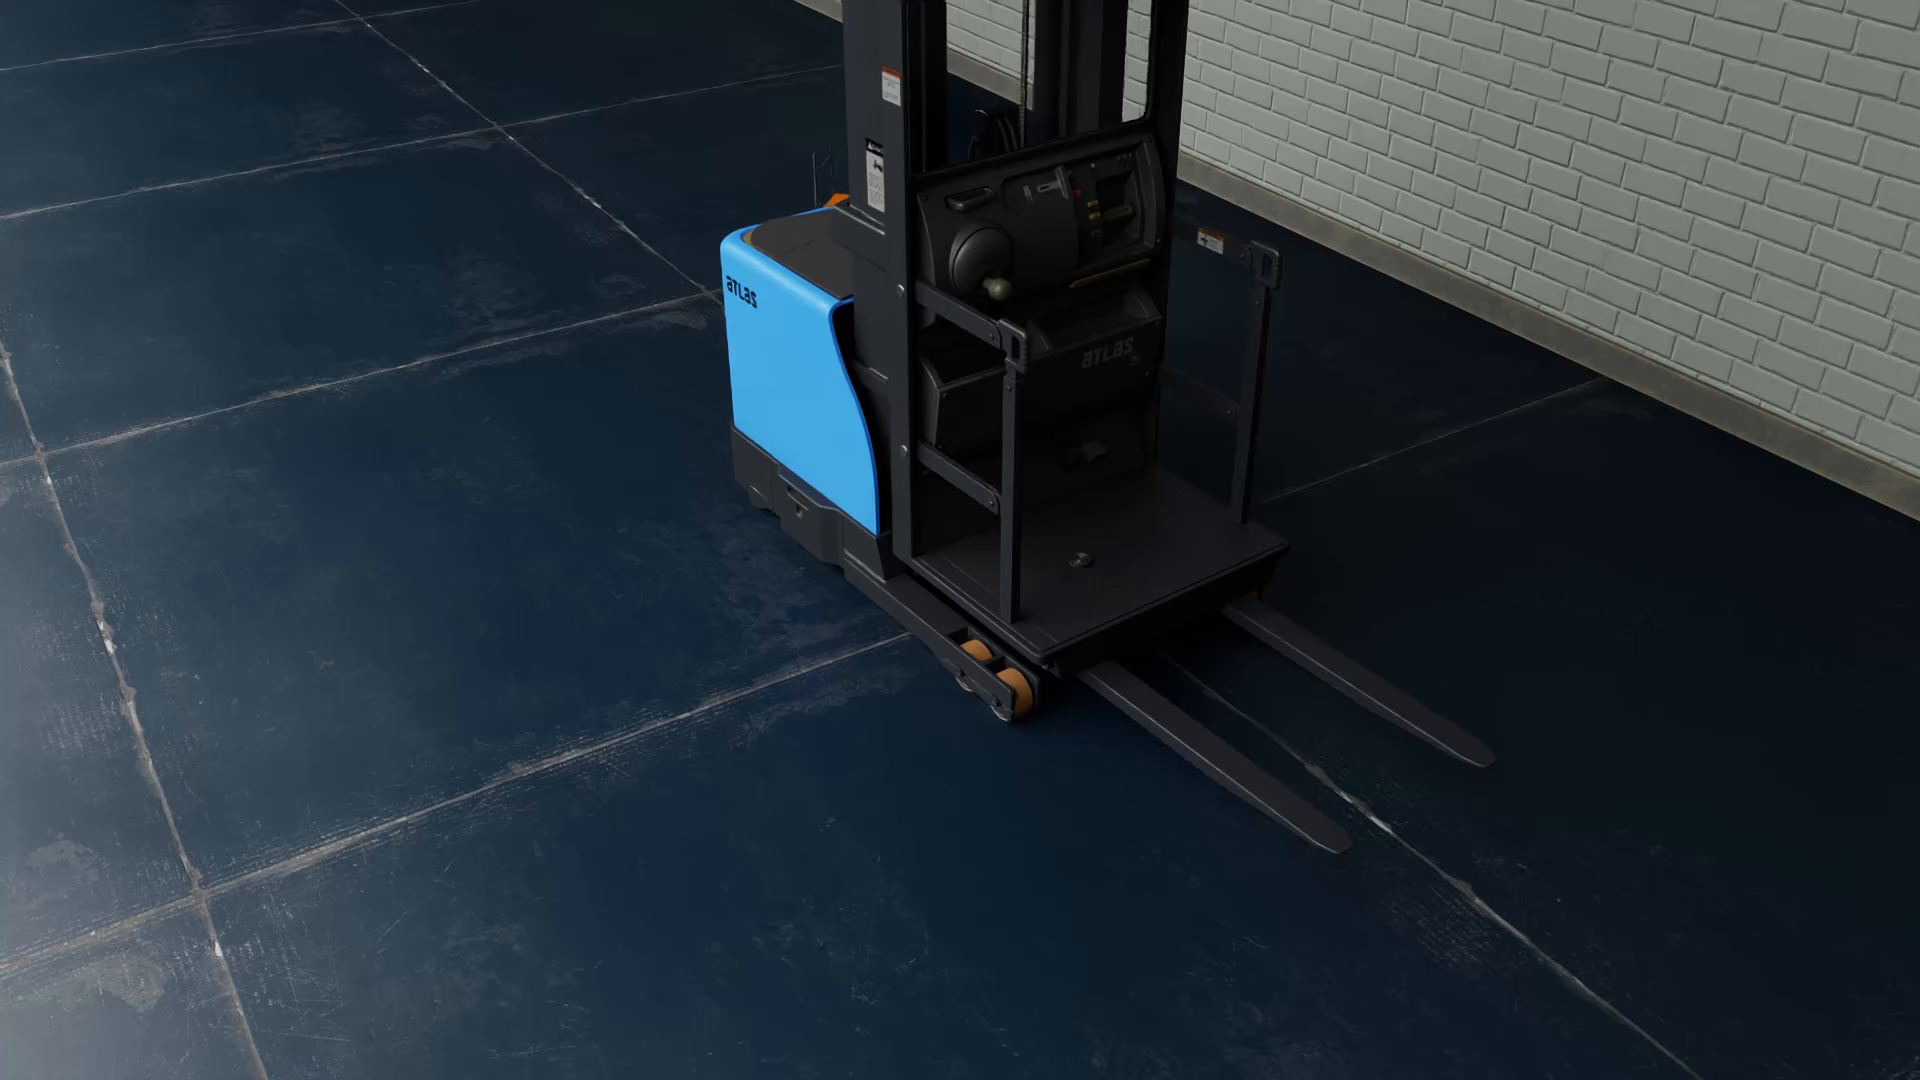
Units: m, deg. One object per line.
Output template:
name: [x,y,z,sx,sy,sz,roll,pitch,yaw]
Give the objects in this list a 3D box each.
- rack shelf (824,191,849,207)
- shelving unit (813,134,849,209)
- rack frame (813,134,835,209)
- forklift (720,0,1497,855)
rack shelf: [-0.441,-1.279,6.561,0.180,0.103,0.258,7,33,11]
shelving unit: [-0.441,-1.012,6.729,0.189,1.200,0.258,7,33,11]
rack frame: [-0.530,-1.023,6.747,0.006,1.200,0.240,7,33,11]
forklift: [0.394,-0.958,5.021,1.130,2.935,3.031,-21,38,-30]
